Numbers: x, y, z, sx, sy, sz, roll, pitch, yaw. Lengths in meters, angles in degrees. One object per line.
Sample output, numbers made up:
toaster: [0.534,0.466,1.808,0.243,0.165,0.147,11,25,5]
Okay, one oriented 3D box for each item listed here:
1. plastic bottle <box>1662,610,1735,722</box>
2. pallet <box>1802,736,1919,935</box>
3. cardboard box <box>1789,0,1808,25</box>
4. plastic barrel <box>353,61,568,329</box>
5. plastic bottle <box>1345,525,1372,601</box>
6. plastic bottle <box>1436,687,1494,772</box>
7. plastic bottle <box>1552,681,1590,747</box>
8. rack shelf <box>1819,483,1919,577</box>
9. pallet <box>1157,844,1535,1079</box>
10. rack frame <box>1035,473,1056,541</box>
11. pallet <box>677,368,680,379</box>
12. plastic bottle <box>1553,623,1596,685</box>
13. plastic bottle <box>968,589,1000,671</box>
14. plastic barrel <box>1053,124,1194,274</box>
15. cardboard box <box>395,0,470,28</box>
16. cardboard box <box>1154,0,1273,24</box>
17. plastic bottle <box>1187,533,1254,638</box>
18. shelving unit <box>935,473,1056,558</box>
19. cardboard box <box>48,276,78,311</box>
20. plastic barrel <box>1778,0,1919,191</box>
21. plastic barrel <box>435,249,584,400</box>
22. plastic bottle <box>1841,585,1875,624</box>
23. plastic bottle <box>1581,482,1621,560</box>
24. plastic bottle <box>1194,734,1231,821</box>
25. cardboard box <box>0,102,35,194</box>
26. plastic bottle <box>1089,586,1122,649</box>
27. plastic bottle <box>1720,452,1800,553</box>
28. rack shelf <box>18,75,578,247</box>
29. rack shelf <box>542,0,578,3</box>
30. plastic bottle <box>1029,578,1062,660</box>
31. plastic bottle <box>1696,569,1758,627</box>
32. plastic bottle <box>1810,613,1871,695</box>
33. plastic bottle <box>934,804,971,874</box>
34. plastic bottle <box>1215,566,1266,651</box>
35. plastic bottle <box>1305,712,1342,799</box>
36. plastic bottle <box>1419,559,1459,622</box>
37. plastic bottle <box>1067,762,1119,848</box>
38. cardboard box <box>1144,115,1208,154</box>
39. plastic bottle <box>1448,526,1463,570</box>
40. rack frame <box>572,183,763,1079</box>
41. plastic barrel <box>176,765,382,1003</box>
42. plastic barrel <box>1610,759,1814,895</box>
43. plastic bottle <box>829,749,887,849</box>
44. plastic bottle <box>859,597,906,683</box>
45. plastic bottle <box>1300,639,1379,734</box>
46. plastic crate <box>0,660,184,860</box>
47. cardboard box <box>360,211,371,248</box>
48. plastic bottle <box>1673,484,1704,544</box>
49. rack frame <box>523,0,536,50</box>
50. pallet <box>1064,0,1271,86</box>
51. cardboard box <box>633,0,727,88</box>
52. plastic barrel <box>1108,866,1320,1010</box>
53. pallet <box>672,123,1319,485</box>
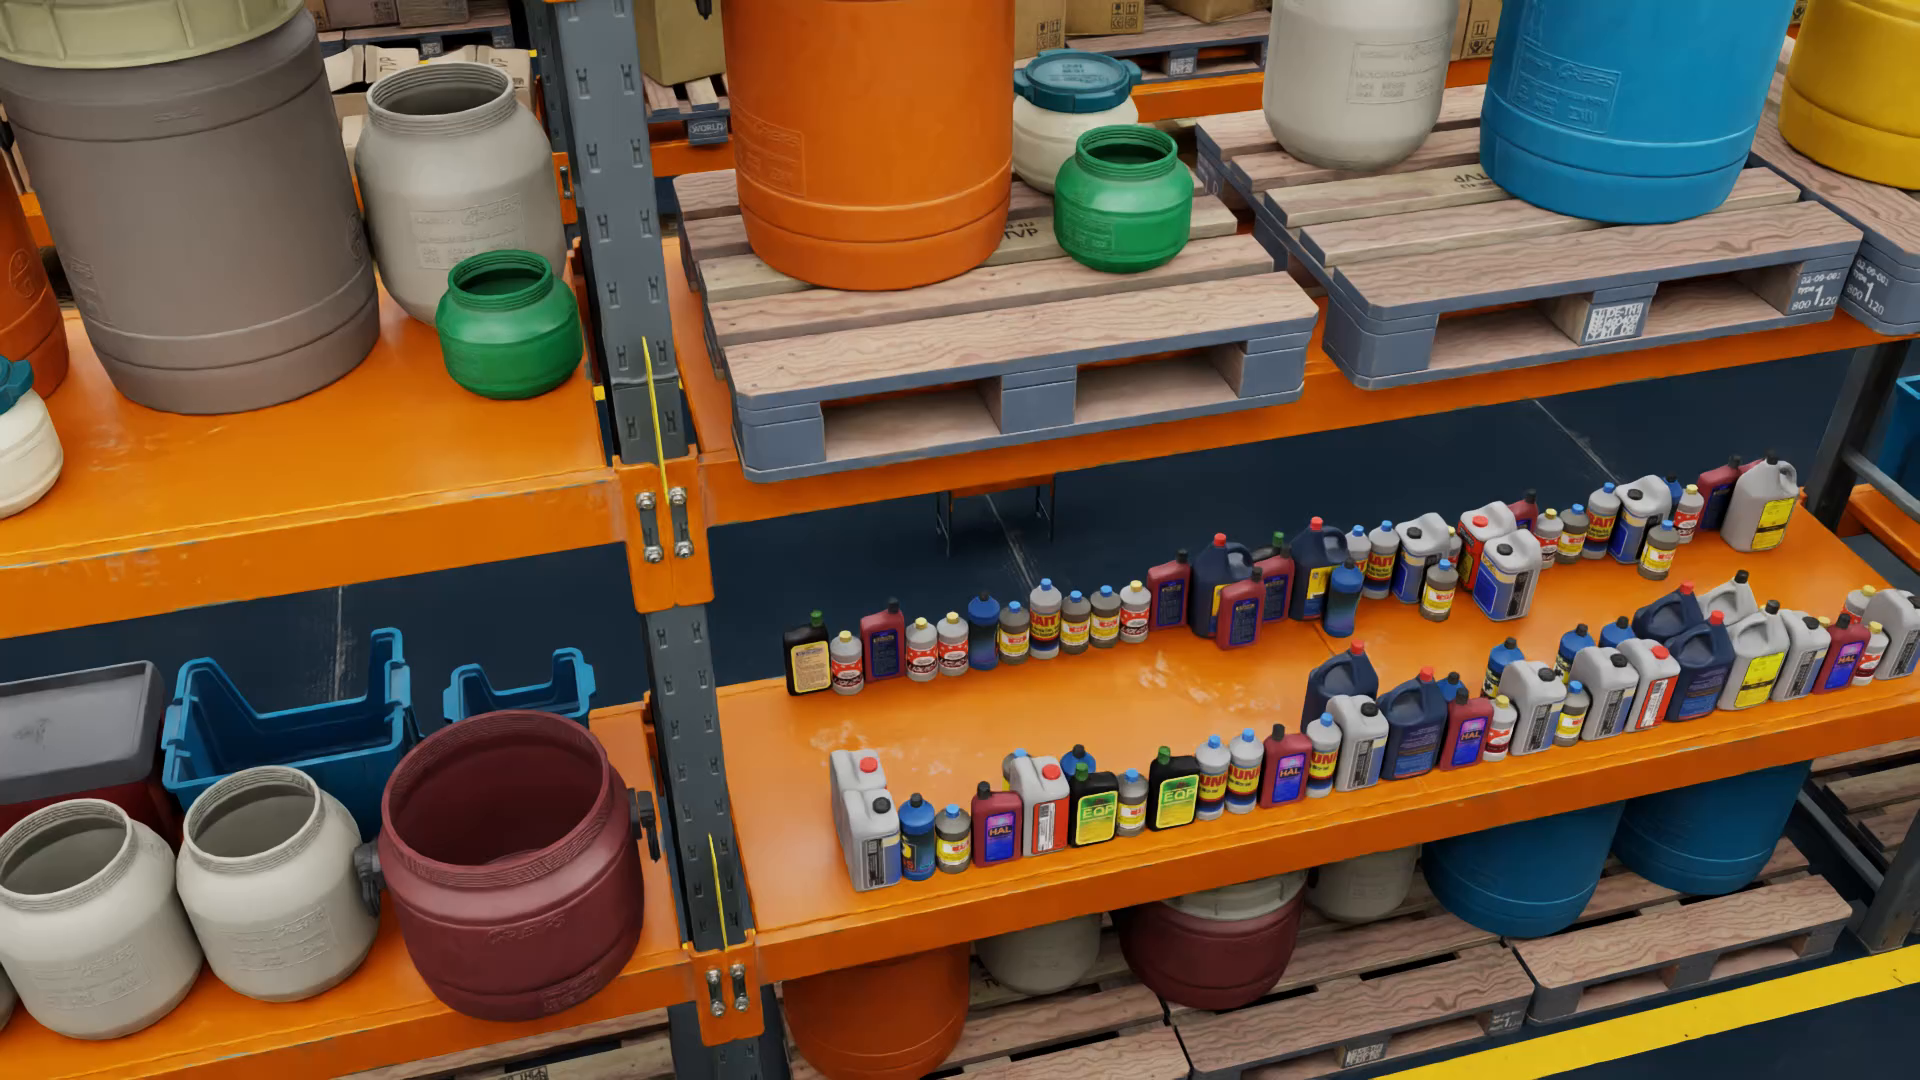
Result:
plastic bottle: [2.147,0.354,4.859,0.185,0.351,0.144,-9,38,-12]
pallet: [3.827,0.936,6.352,1.213,0.211,1.003,-9,38,-12]
cardboard box: [4.840,-3.297,9.508,0.500,0.500,0.500,-9,38,-12]
plastic barrel: [-1.114,-0.765,3.720,0.421,0.512,0.421,0,37,0]
plastic bottle: [1.250,0.070,5.296,0.097,0.271,0.097,0,37,0]
plastic bottle: [1.426,0.526,4.690,0.133,0.283,0.061,-9,38,-12]
plastic bottle: [1.757,0.492,4.801,0.097,0.201,0.097,0,37,0]
rack shelf: [5.058,-0.063,5.956,4.000,0.370,1.077,-9,38,-12]
pallet: [1.191,1.369,5.787,1.213,0.211,1.003,-9,38,-12]
rack frame: [0.395,-0.541,7.470,0.015,1.200,0.240,-9,38,-12]
pallet: [-1.292,-1.293,9.267,1.213,0.211,1.003,-9,38,-12]
plastic bottle: [1.811,0.360,4.917,0.097,0.271,0.097,0,37,0]
plastic bottle: [0.072,0.263,5.043,0.097,0.271,0.097,0,37,0]
plastic barrel: [0.348,-0.728,3.546,0.294,0.245,0.294,0,37,0]
cardboard box: [-3.999,-4.247,12.528,0.500,0.500,0.700,-9,38,-11]
cardboard box: [1.324,-3.201,9.037,0.500,0.500,0.700,-23,43,-27]
plastic bottle: [0.813,0.125,5.158,0.185,0.351,0.144,-9,38,-12]
shelving unit: [0.160,-0.503,7.420,0.503,1.200,0.258,-9,38,-12]
cardboard box: [-4.436,-1.047,8.105,0.500,0.311,0.500,-11,39,-13]
plastic barrel: [2.299,-1.201,3.882,0.600,0.588,0.600,0,37,0]
plastic barrel: [-0.959,-0.459,3.540,0.294,0.245,0.294,0,37,0]
plastic bottle: [2.781,0.229,5.146,0.097,0.201,0.097,0,37,0]
plastic bottle: [2.109,-0.071,5.480,0.097,0.271,0.097,0,37,0]
plastic bottle: [0.685,0.640,4.550,0.097,0.271,0.097,0,37,0]
cardboard box: [-4.146,-1.985,7.794,0.500,0.500,0.500,-9,38,-12]
plastic bottle: [0.448,0.230,5.145,0.097,0.201,0.097,0,37,0]
plastic bottle: [2.664,-0.140,5.505,0.185,0.351,0.144,-9,38,-12]
rack shelf: [-3.953,-1.702,8.098,4.000,0.370,1.077,-9,38,-12]
rack shelf: [-2.665,-1.020,2.598,4.000,0.370,1.077,-9,38,-12]
plastic bottle: [0.260,0.233,5.083,0.097,0.271,0.097,0,37,0]
plastic bottle: [2.288,0.240,5.007,0.185,0.351,0.144,-9,38,-12]
plastic bottle: [2.620,0.330,4.946,0.133,0.283,0.061,-9,38,-12]
plastic bottle: [-0.019,0.784,4.420,0.097,0.201,0.097,0,37,0]
plastic bottle: [0.864,0.208,5.106,0.133,0.283,0.061,-9,38,-12]
plastic bottle: [1.002,0.588,4.618,0.097,0.271,0.097,0,37,0]
plastic bottle: [1.514,0.150,5.248,0.097,0.201,0.097,0,37,0]
plastic bottle: [0.356,0.701,4.461,0.133,0.283,0.061,-9,38,-12]
cardboard box: [1.309,-2.186,9.835,0.500,0.500,0.500,-11,39,-14]
plastic bottle: [1.568,0.046,5.385,0.097,0.201,0.097,0,37,0]
rack frame: [-0.734,0.602,4.495,0.127,3.000,1.000,-9,38,-12]
plastic barrel: [-1.672,0.845,4.084,0.421,0.512,0.421,0,37,0]
plastic barrel: [2.598,0.711,5.733,0.708,0.901,0.600,-9,38,-12]
plastic bottle: [-0.272,0.683,4.491,0.135,0.276,0.152,-9,38,-12]
plastic bottle: [-0.232,0.297,4.989,0.133,0.283,0.061,-9,38,-12]
plastic bottle: [1.092,0.432,4.757,0.185,0.351,0.144,-9,38,-12]
plastic crate: [-2.374,0.653,4.375,0.583,0.464,0.402,-9,38,-12]
cardboard box: [-3.109,-1.603,8.833,0.500,0.311,0.500,-10,39,-13]
plastic bottle: [2.427,-0.095,5.569,0.097,0.201,0.097,0,37,0]
rack frame: [-3.317,-5.210,12.091,0.127,3.000,1.000,-9,38,-12]
pallet: [1.039,-2.799,9.099,1.213,0.211,1.003,-9,38,-12]
cardboard box: [-1.444,-2.677,8.353,0.500,0.500,0.700,-23,43,-27]
plastic barrel: [0.824,1.126,5.448,0.708,0.588,0.600,-9,38,-12]
pallet: [0.030,-0.579,3.724,1.213,0.211,1.003,-9,38,-12]
